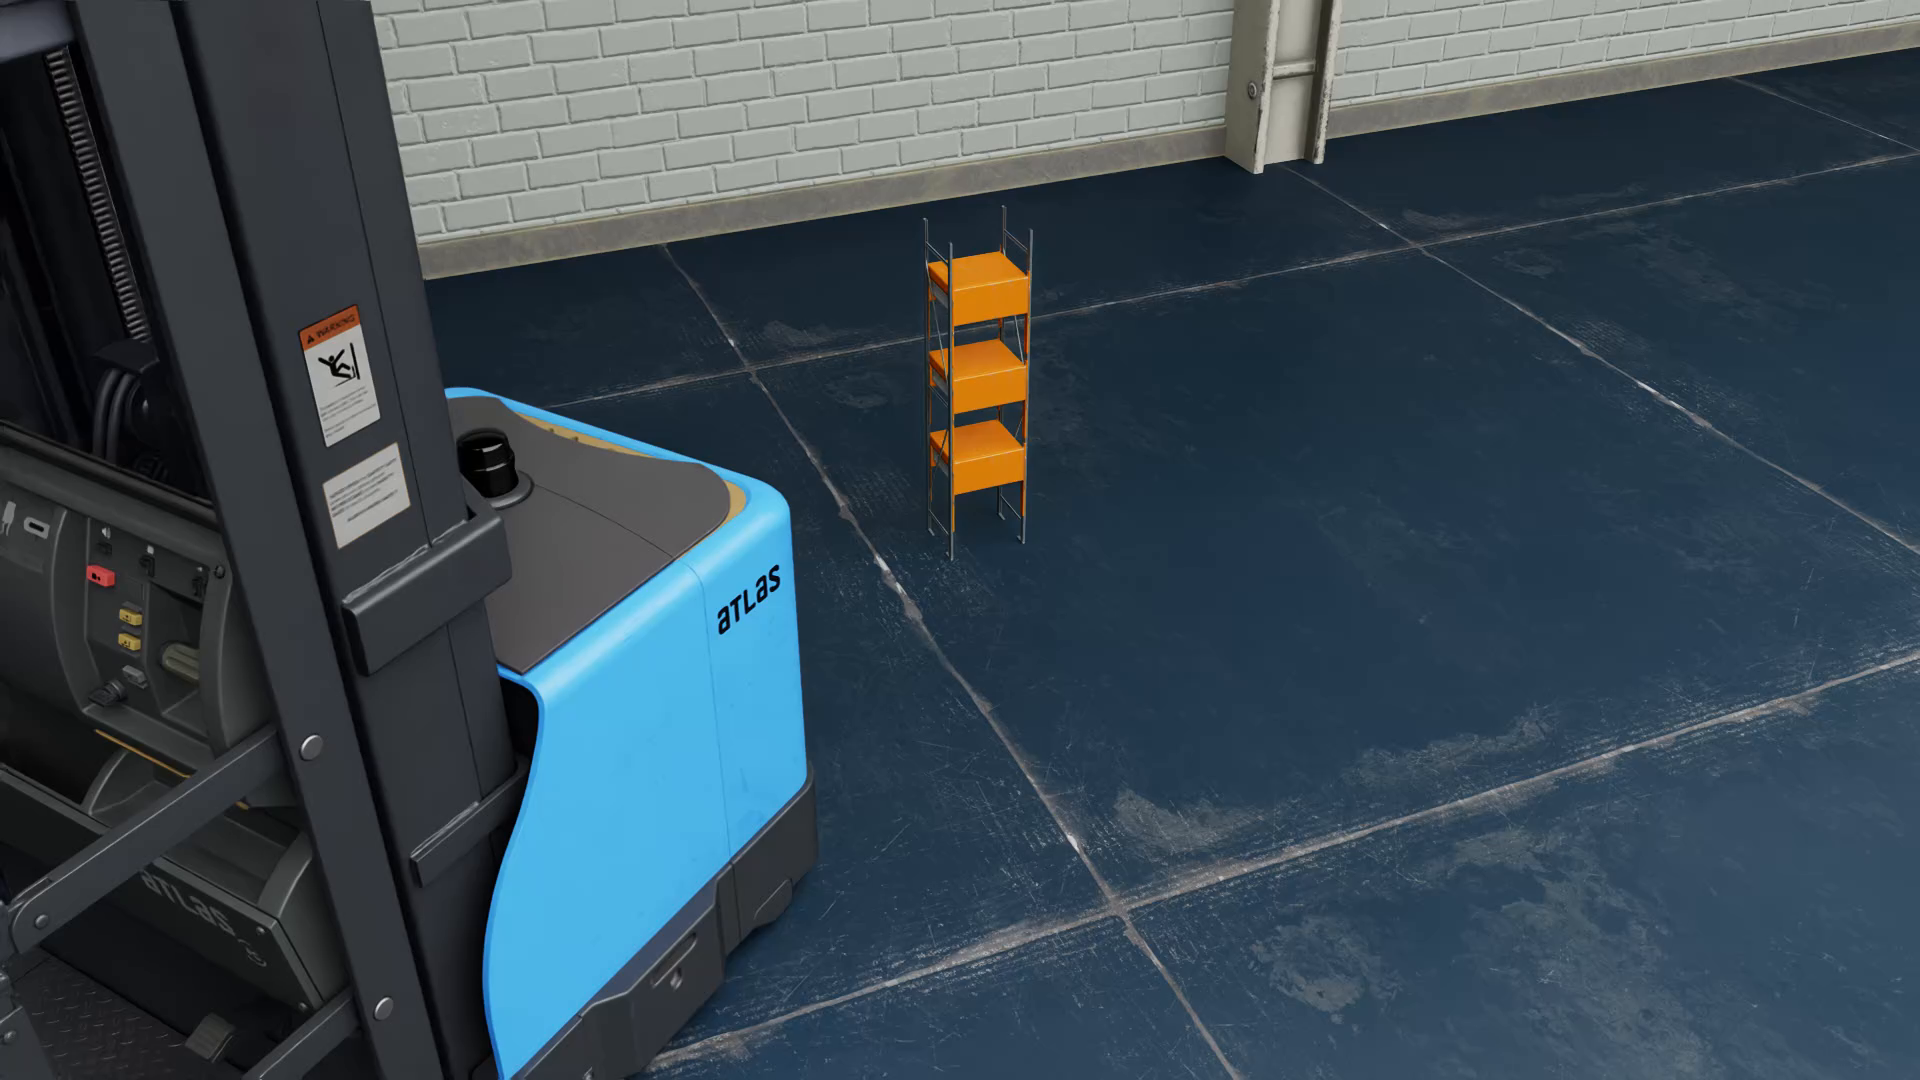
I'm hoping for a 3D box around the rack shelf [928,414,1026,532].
[{"bbox_3d":[0.049,-0.210,5.138,0.240,0.259,0.215,-13,35,-19],"label":"rack shelf"}]

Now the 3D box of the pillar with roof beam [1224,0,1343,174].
[{"bbox_3d":[3.190,-3.473,2.337,0.400,9.000,9.100,-13,35,-19],"label":"pillar with roof beam"}]

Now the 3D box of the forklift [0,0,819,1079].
[{"bbox_3d":[-1.521,0.122,2.376,1.130,2.935,3.031,18,37,25],"label":"forklift"}]

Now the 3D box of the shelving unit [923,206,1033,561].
[{"bbox_3d":[0.049,-0.451,4.981,0.252,1.050,0.215,-13,35,-19],"label":"shelving unit"}]

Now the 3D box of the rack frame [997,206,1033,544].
[{"bbox_3d":[0.162,-0.477,5.021,0.008,1.050,0.200,-13,35,-19],"label":"rack frame"}]

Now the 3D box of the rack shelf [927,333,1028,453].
[{"bbox_3d":[0.049,-0.442,4.987,0.240,0.259,0.215,-13,35,-19],"label":"rack shelf"}]

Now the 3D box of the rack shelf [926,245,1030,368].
[{"bbox_3d":[0.049,-0.680,4.832,0.240,0.259,0.215,-13,35,-19],"label":"rack shelf"}]

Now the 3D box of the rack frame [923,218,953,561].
[{"bbox_3d":[-0.063,-0.426,4.941,0.008,1.050,0.200,-13,35,-19],"label":"rack frame"}]
